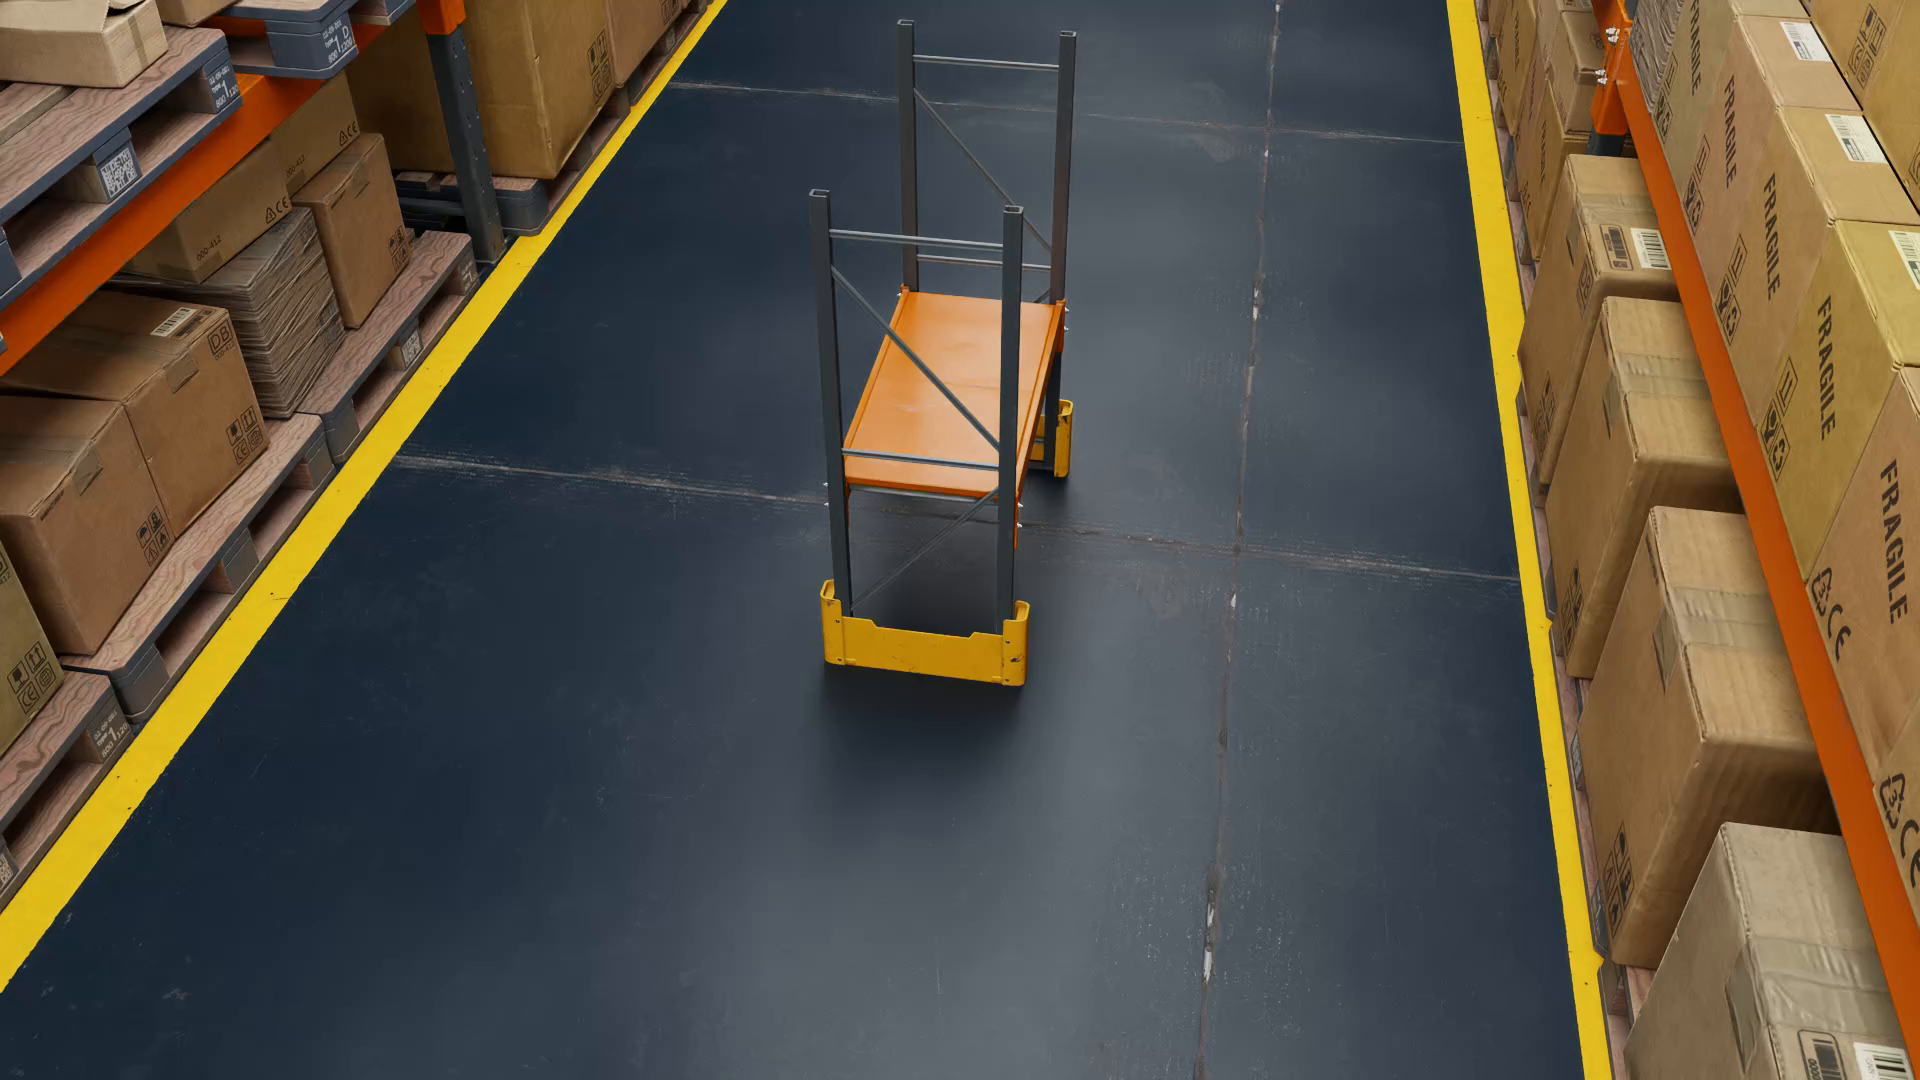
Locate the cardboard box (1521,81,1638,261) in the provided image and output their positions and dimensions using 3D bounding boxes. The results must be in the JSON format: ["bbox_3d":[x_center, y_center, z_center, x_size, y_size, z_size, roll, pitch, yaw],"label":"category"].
[{"bbox_3d":[2.412,-1.356,6.168,0.500,0.500,0.500,6,40,7],"label":"cardboard box"}]

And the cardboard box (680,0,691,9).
[{"bbox_3d":[-1.865,-3.215,8.122,1.225,0.875,0.875,5,40,6],"label":"cardboard box"}]

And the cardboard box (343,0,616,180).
[{"bbox_3d":[-2.173,-2.100,6.774,1.225,0.875,0.875,5,40,6],"label":"cardboard box"}]

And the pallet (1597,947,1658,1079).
[{"bbox_3d":[1.922,1.377,3.419,1.003,0.211,1.213,6,40,8],"label":"pallet"}]

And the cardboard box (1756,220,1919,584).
[{"bbox_3d":[1.865,-0.235,3.102,0.500,0.500,0.500,7,40,8],"label":"cardboard box"}]

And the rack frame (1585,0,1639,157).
[{"bbox_3d":[2.555,-1.716,4.971,1.000,3.000,0.127,6,40,8],"label":"rack frame"}]

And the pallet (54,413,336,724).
[{"bbox_3d":[-2.663,0.002,5.082,1.003,0.211,1.213,6,40,8],"label":"pallet"}]

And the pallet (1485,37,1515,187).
[{"bbox_3d":[2.905,-1.895,7.376,1.003,0.211,1.213,6,40,8],"label":"pallet"}]

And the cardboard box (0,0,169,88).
[{"bbox_3d":[-2.335,-1.360,4.317,0.396,0.266,0.258,5,40,6],"label":"cardboard box"}]

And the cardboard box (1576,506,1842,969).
[{"bbox_3d":[2.052,0.495,3.733,1.050,0.750,0.750,6,40,8],"label":"cardboard box"}]

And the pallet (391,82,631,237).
[{"bbox_3d":[-2.102,-1.738,7.186,1.003,0.211,1.213,6,40,8],"label":"pallet"}]

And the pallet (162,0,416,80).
[{"bbox_3d":[-2.331,-1.793,5.215,1.213,0.211,1.003,6,40,8],"label":"pallet"}]

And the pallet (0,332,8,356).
[{"bbox_3d":[-2.729,-0.205,3.295,1.003,0.211,1.213,6,40,8],"label":"pallet"}]

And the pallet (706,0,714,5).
[{"bbox_3d":[-1.680,-3.269,9.038,1.003,0.211,1.213,6,40,8],"label":"pallet"}]

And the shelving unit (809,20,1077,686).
[{"bbox_3d":[-0.013,-0.530,4.714,0.587,1.500,1.083,6,40,8],"label":"shelving unit"}]

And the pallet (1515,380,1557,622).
[{"bbox_3d":[2.344,-0.155,5.271,1.003,0.211,1.213,6,40,8],"label":"pallet"}]

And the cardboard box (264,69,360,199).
[{"bbox_3d":[-2.399,-1.398,5.614,0.500,0.250,0.500,8,40,9],"label":"cardboard box"}]

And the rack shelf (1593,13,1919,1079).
[{"bbox_3d":[2.209,-0.183,3.682,1.077,0.370,4.000,6,40,8],"label":"rack shelf"}]

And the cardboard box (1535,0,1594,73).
[{"bbox_3d":[2.492,-1.980,6.334,0.500,0.250,0.500,7,40,8],"label":"cardboard box"}]

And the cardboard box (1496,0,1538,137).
[{"bbox_3d":[2.581,-2.015,6.965,0.500,0.500,0.500,5,40,6],"label":"cardboard box"}]

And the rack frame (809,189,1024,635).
[{"bbox_3d":[-0.103,-0.205,4.321,0.500,1.500,0.032,6,40,8],"label":"rack frame"}]

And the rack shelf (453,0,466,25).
[{"bbox_3d":[-1.966,-3.304,7.457,1.077,0.370,4.000,6,40,8],"label":"rack shelf"}]

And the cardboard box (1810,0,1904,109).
[{"bbox_3d":[2.295,-1.219,3.507,0.700,0.500,0.500,6,40,7],"label":"cardboard box"}]

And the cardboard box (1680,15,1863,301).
[{"bbox_3d":[2.039,-0.866,3.865,0.500,0.500,0.500,6,40,8],"label":"cardboard box"}]

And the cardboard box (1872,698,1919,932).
[{"bbox_3d":[1.690,0.399,2.335,0.500,0.500,0.500,6,40,7],"label":"cardboard box"}]

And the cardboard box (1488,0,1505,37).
[{"bbox_3d":[2.768,-2.658,7.743,0.500,0.500,0.500,8,40,10],"label":"cardboard box"}]

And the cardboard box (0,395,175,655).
[{"bbox_3d":[-2.680,-0.053,4.577,0.700,0.500,0.500,3,40,4],"label":"cardboard box"}]

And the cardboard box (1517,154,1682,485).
[{"bbox_3d":[2.361,-0.638,5.104,1.050,0.750,0.750,6,40,7],"label":"cardboard box"}]

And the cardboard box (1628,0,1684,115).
[{"bbox_3d":[2.212,-1.502,4.635,0.500,0.500,0.500,7,40,8],"label":"cardboard box"}]

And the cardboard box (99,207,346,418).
[{"bbox_3d":[-2.492,-0.760,5.432,0.700,0.500,0.500,3,40,4],"label":"cardboard box"}]

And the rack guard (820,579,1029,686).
[{"bbox_3d":[-0.099,0.264,4.734,0.587,0.250,0.087,6,40,8],"label":"rack guard"}]
